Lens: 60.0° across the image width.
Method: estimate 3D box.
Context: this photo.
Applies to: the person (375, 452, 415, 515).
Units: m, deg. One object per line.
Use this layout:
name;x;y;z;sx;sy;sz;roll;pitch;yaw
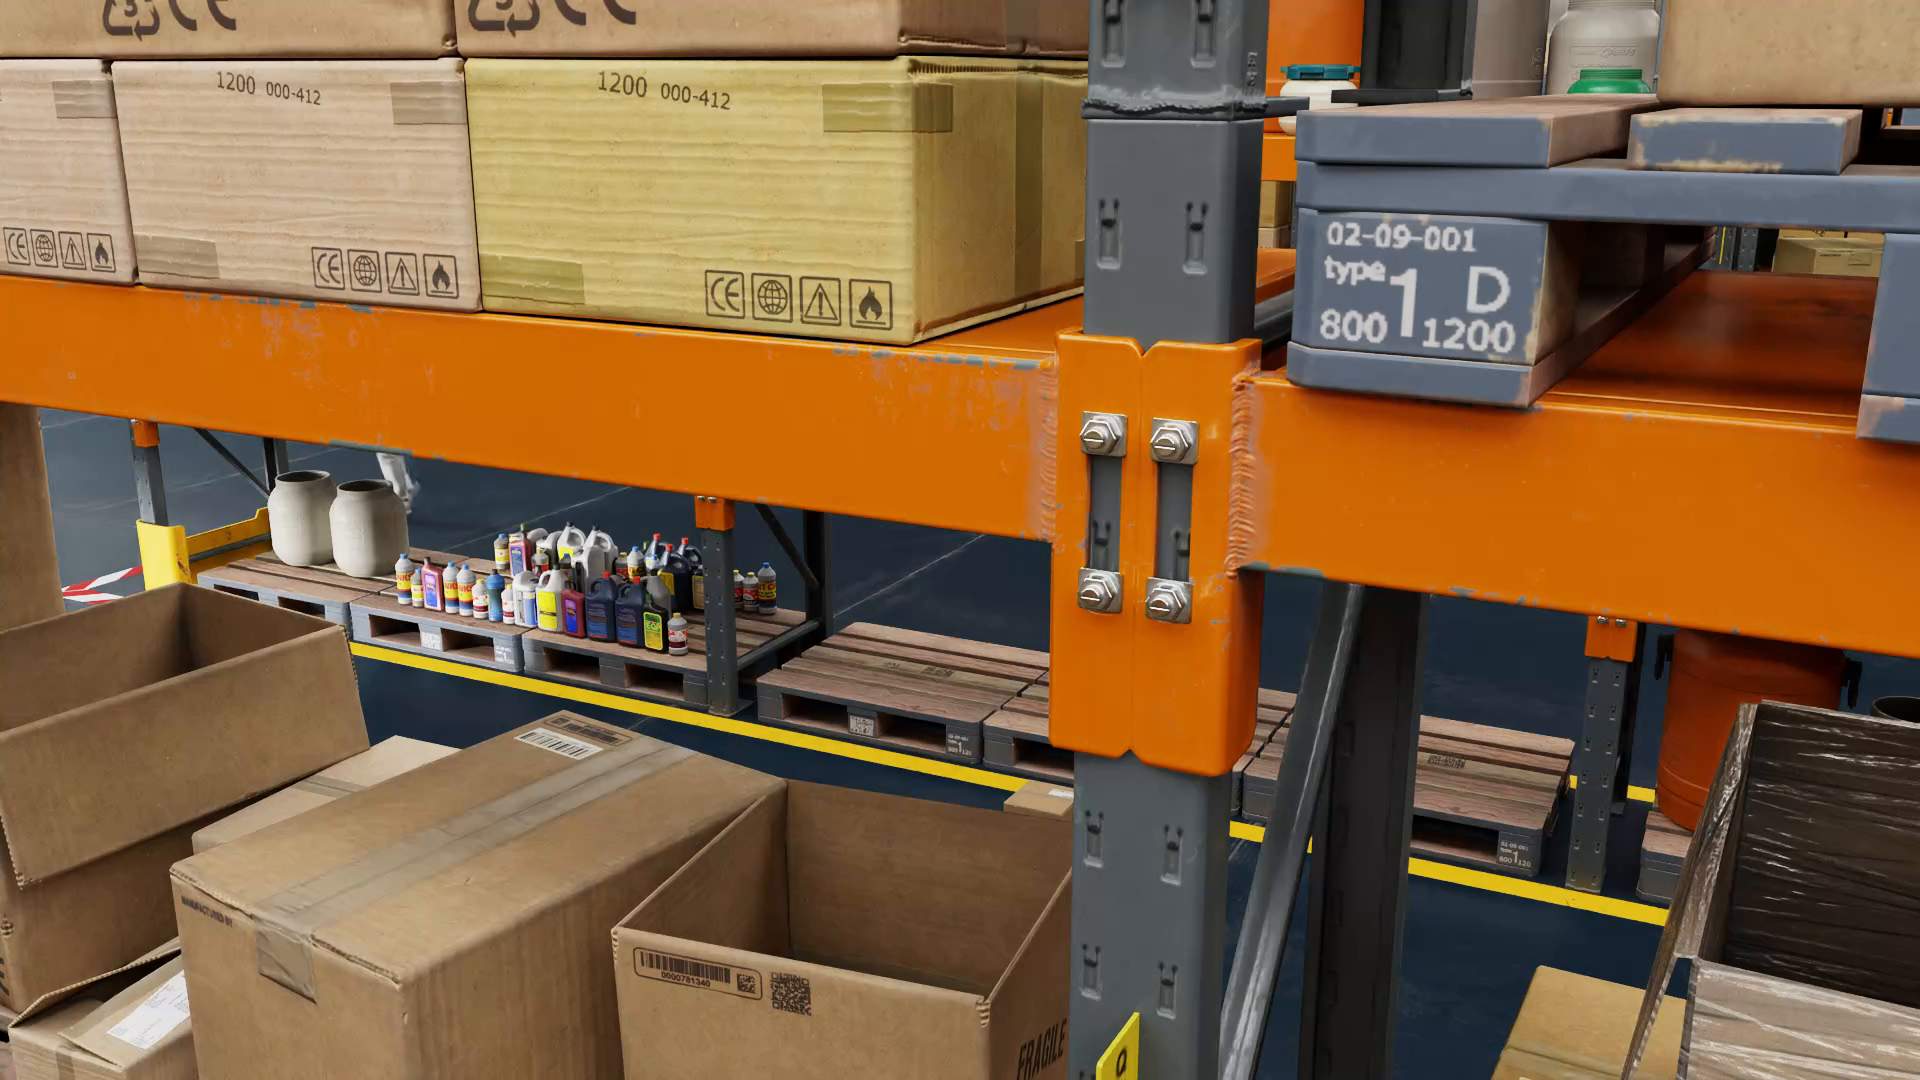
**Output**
person;-4.044;-0.983;11.538;0.469;1.712;0.498;7;17;24
